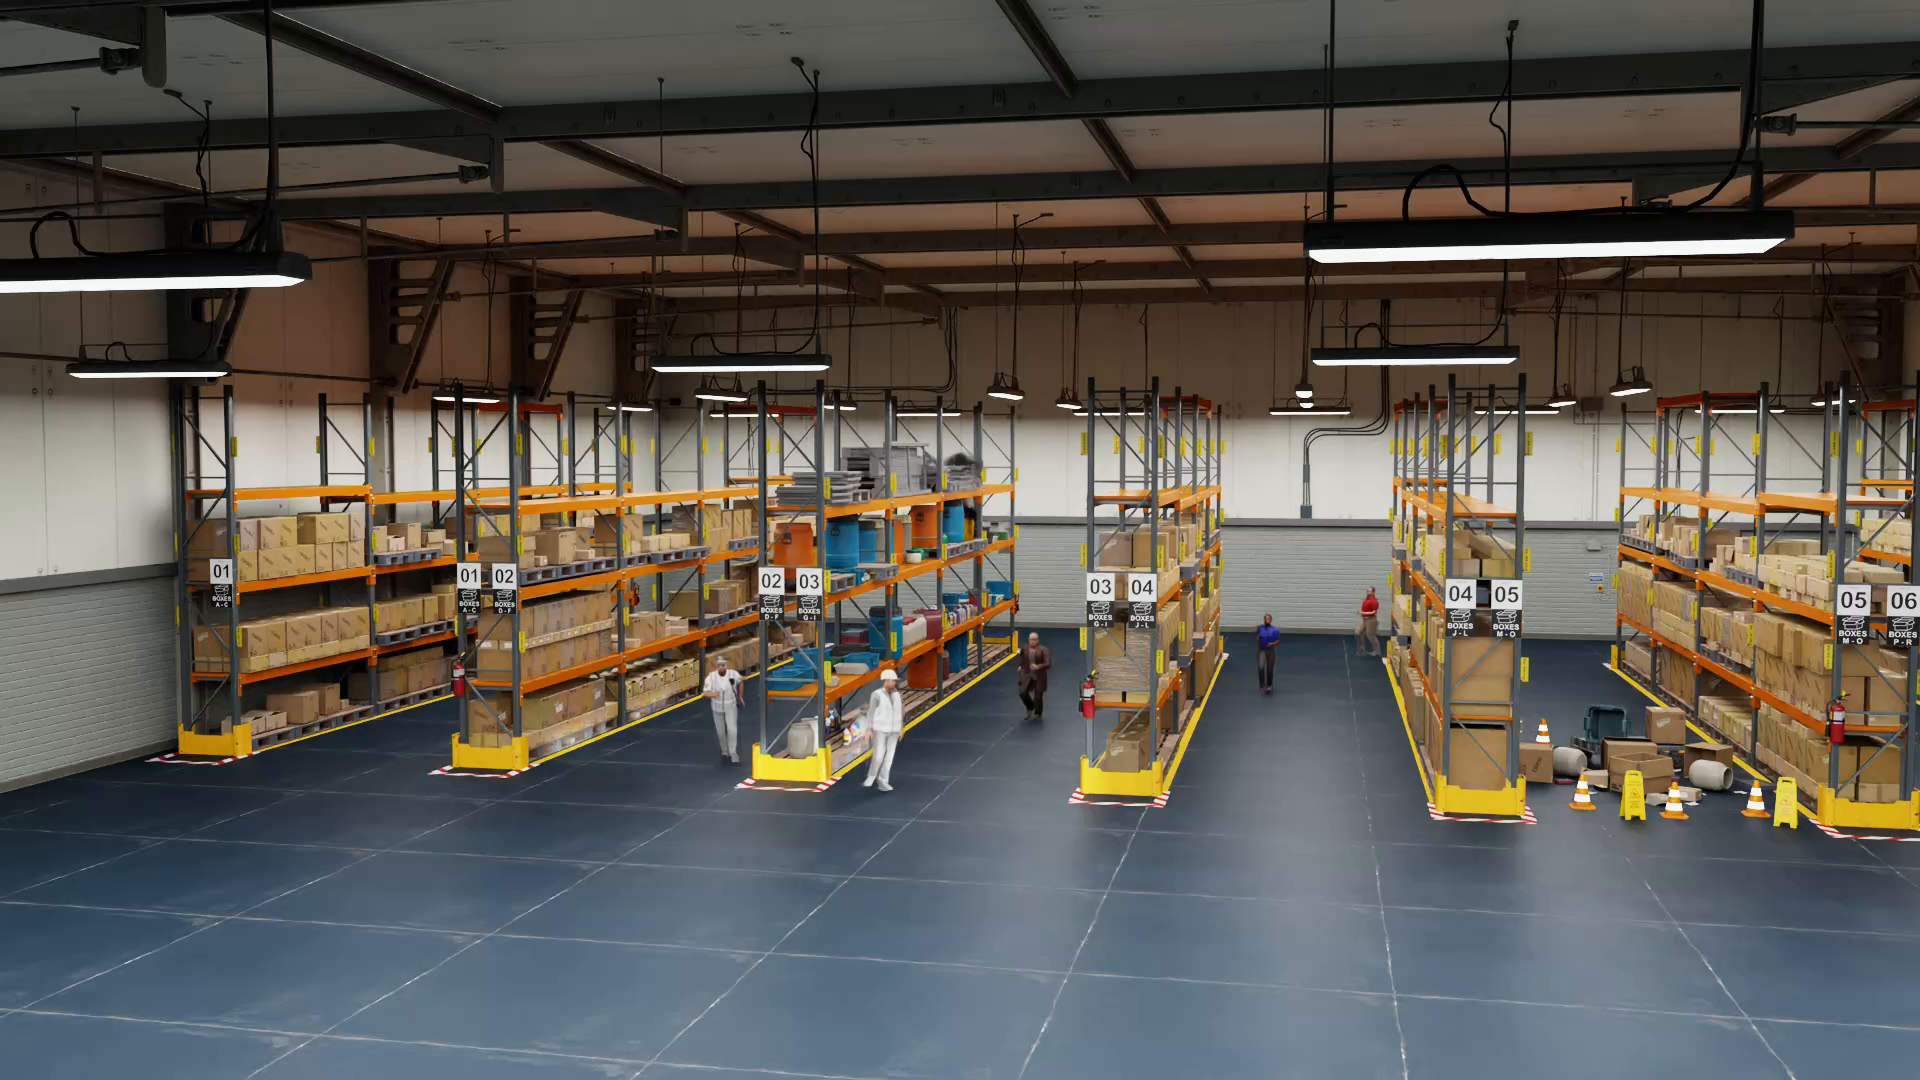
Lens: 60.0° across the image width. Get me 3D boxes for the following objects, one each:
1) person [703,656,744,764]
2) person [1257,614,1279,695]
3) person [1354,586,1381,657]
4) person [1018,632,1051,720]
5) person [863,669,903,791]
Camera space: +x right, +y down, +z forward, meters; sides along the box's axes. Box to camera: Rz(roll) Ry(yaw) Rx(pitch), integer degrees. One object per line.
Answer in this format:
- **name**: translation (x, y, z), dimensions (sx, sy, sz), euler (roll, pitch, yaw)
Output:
- **person**: translation (-3.742, 2.670, 26.381), dimensions (0.610, 1.729, 0.969), euler (0, 3, 0)
- **person**: translation (6.225, 2.315, 33.647), dimensions (0.459, 1.670, 0.804), euler (1, 3, 12)
- **person**: translation (9.733, 1.965, 39.459), dimensions (0.713, 1.752, 0.680), euler (-1, 3, -16)
- **person**: translation (1.338, 2.476, 30.103), dimensions (0.717, 1.648, 1.024), euler (1, 3, 16)
- **person**: translation (-1.113, 2.757, 24.167), dimensions (0.614, 1.765, 0.453), euler (-2, 4, -36)
